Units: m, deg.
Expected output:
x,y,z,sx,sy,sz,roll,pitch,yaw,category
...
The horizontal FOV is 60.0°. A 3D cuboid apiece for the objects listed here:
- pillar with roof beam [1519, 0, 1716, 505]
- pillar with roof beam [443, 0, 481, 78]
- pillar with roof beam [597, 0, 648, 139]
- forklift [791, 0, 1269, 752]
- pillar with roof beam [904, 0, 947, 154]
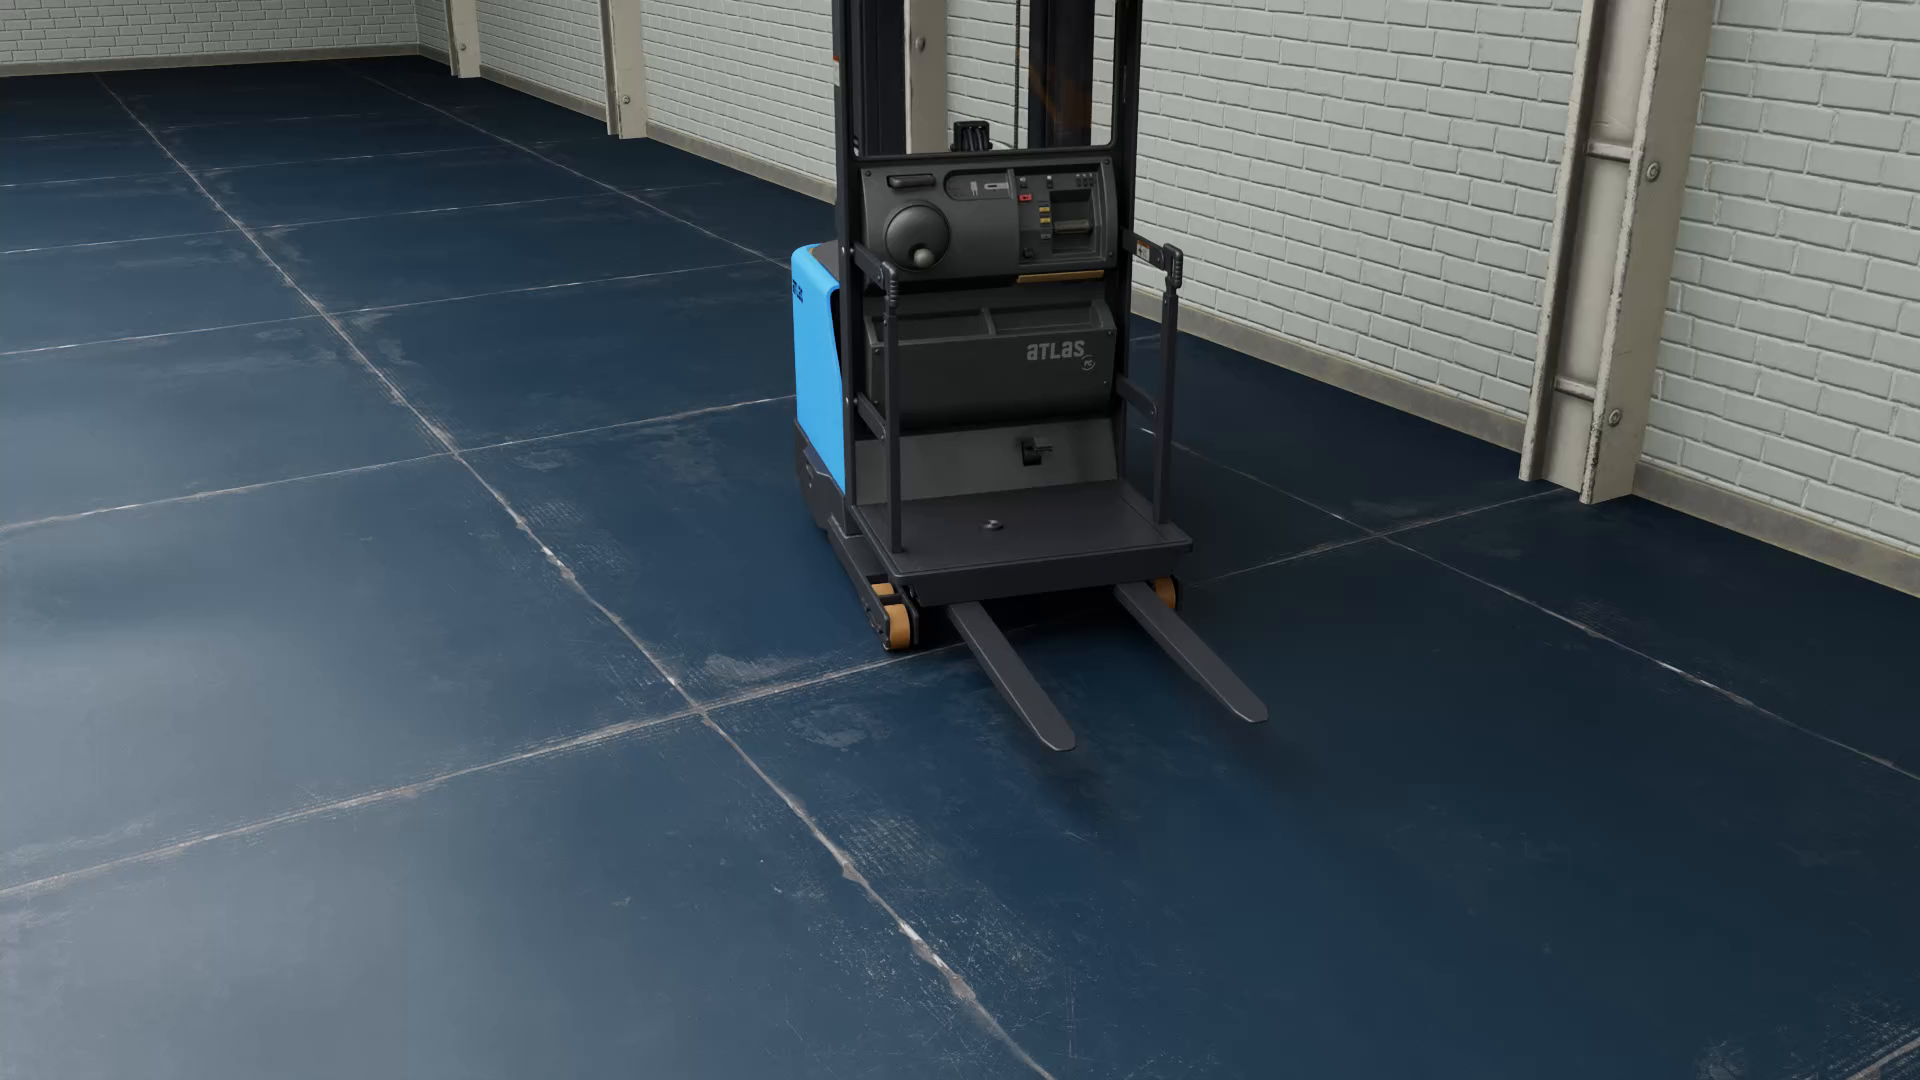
x,y,z,sx,sy,sz,roll,pitch,yaw,category
-0.952,-3.587,3.685,9.100,9.000,0.400,-13,25,-28,pillar with roof beam
-10.147,-9.413,18.020,9.100,9.000,0.400,-13,25,-28,pillar with roof beam
-7.082,-7.471,13.242,9.100,9.000,0.400,-13,25,-28,pillar with roof beam
0.173,-1.133,5.706,1.130,2.935,3.031,-6,23,-15,forklift
-4.017,-5.529,8.463,9.100,9.000,0.400,-13,25,-28,pillar with roof beam
